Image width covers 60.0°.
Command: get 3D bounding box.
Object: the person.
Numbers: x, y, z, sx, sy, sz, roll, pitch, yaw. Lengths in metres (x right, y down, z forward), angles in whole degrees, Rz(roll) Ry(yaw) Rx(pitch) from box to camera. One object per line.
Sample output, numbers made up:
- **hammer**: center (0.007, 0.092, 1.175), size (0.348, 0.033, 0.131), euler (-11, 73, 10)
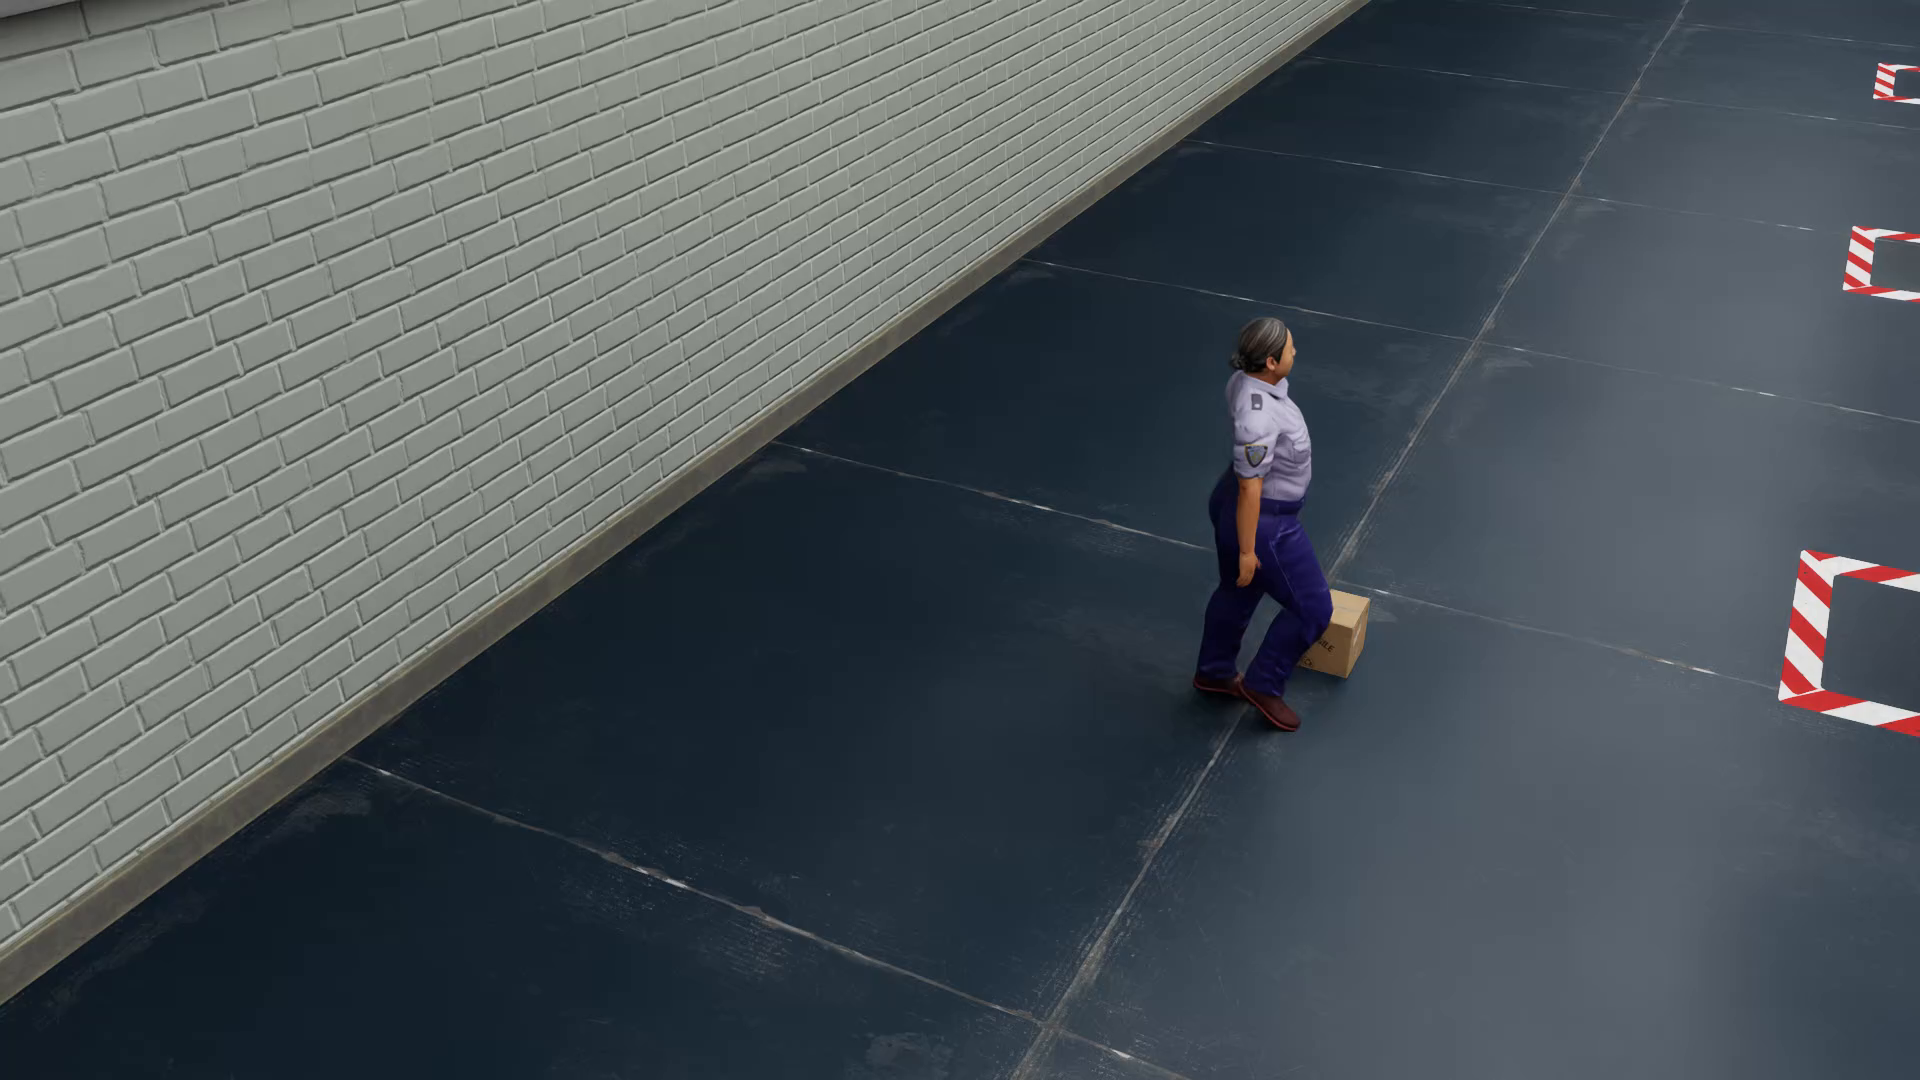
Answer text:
- **person**: center (1.168, -0.059, 6.241), size (0.463, 1.673, 0.523), euler (0, 30, 1)
